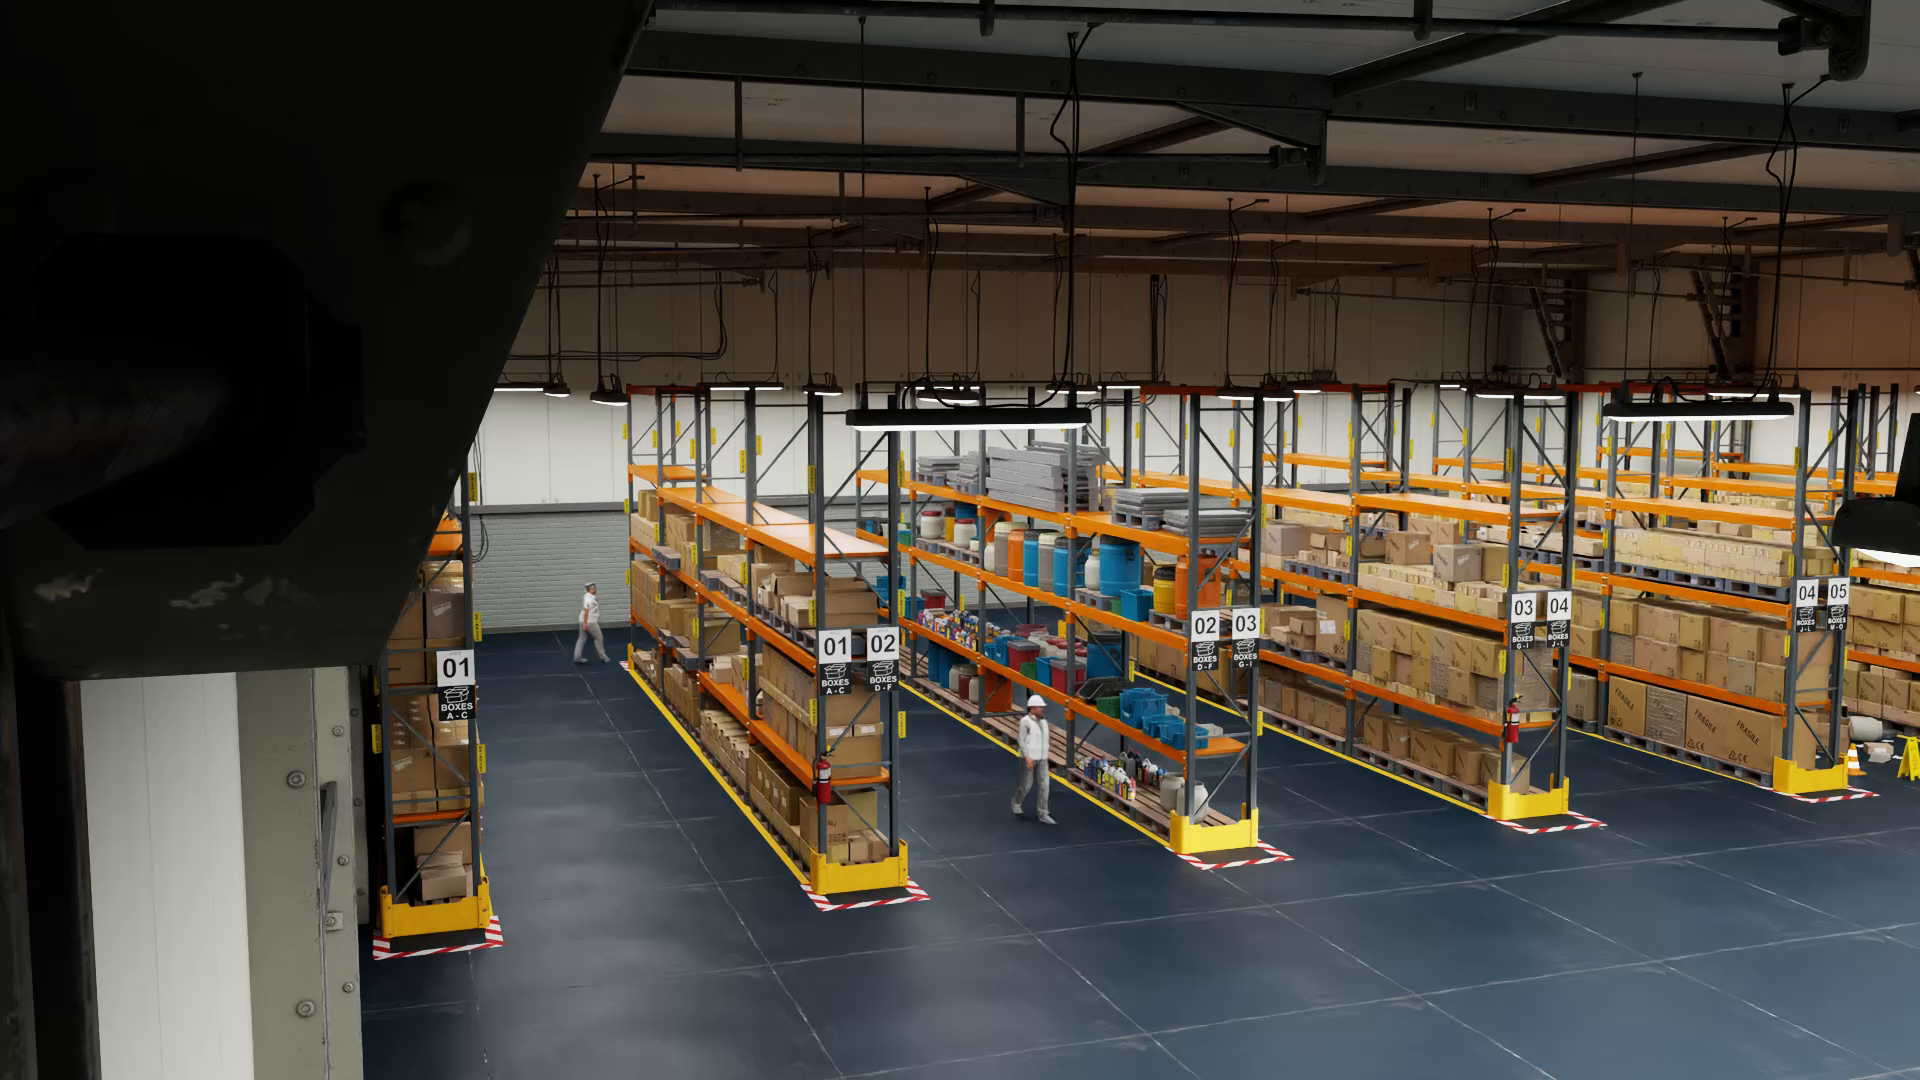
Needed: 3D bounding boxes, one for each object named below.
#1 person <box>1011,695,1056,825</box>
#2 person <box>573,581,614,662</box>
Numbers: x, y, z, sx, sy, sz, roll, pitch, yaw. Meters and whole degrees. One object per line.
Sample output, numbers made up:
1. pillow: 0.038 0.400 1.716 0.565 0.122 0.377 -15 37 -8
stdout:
1. person: 1.073 3.060 23.363 0.619 1.750 0.833 -6 8 -43
2. person: -7.959 1.772 35.832 0.840 1.749 0.523 -5 8 -40
